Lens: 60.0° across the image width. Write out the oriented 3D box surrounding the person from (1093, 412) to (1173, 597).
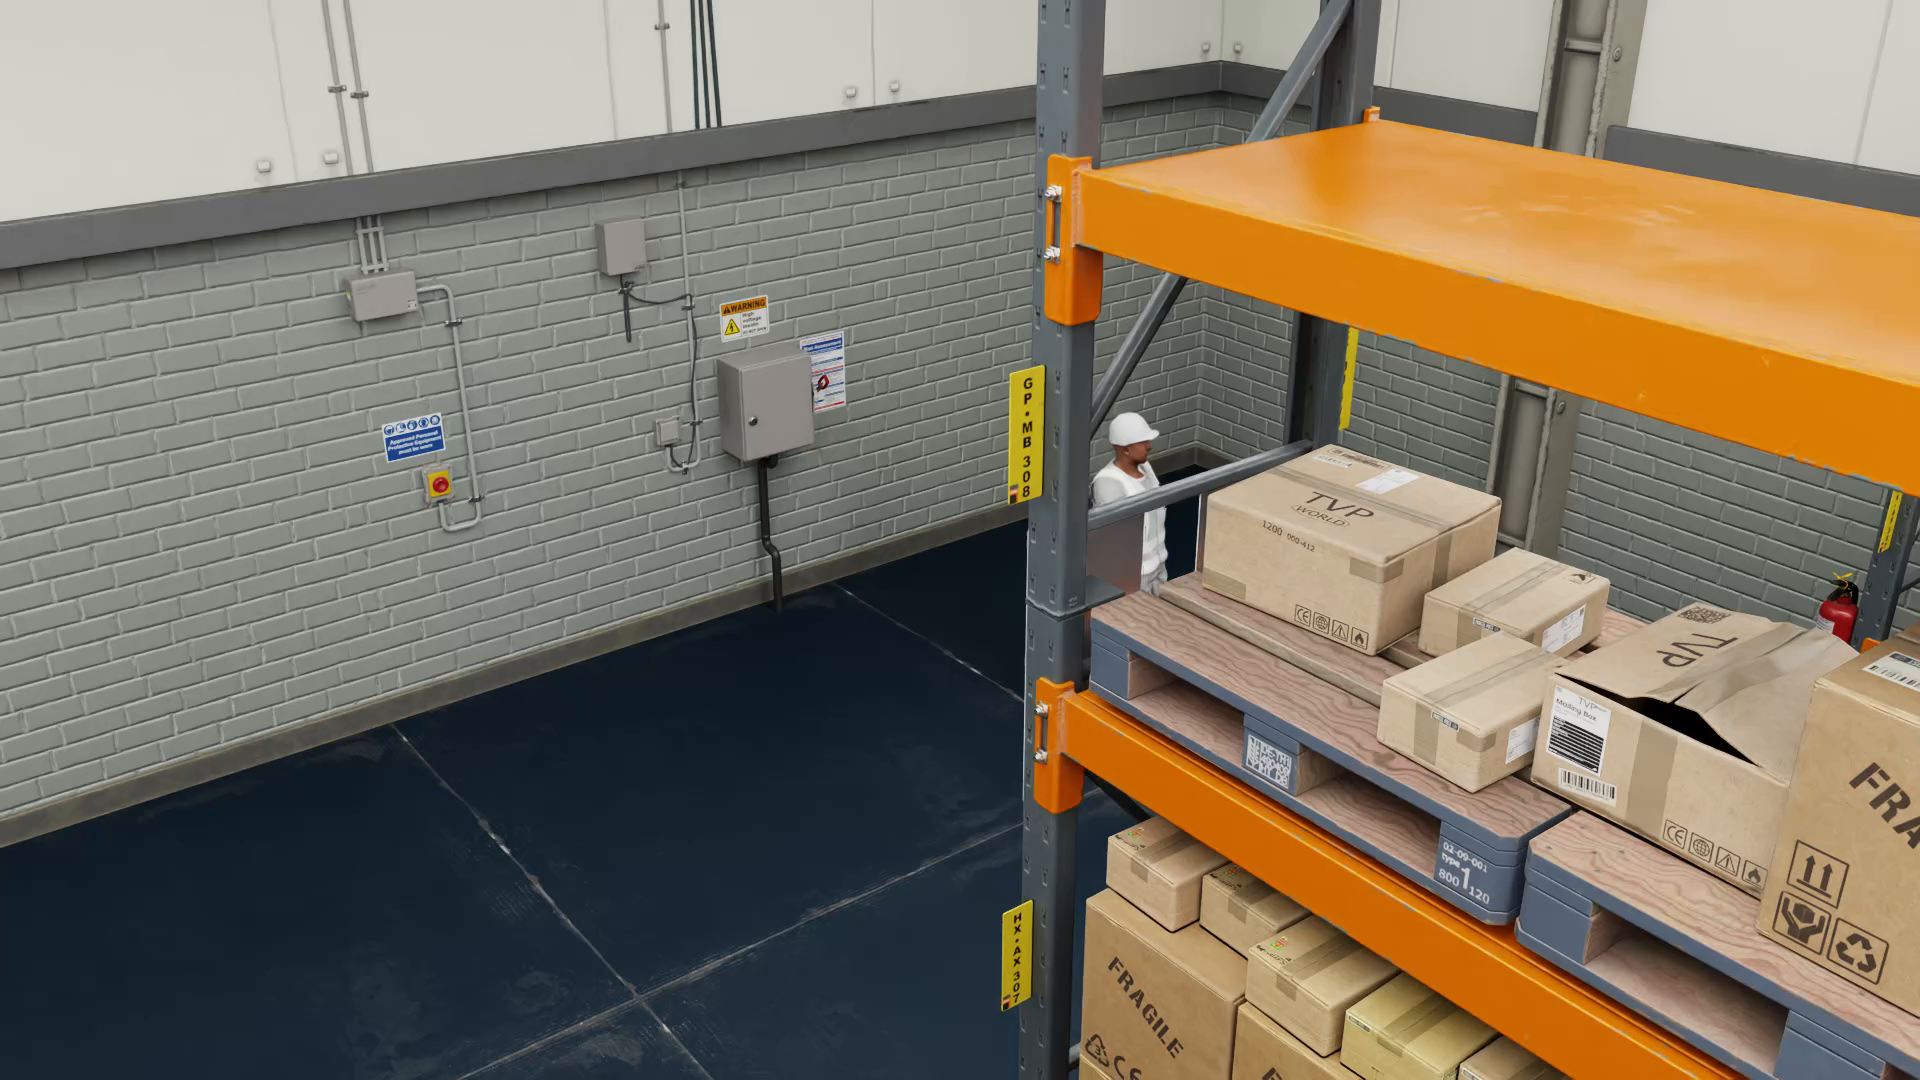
[{"bbox_3d":[1.037,0.165,9.198,0.559,1.782,0.597,13,28,26],"label":"person"}]
